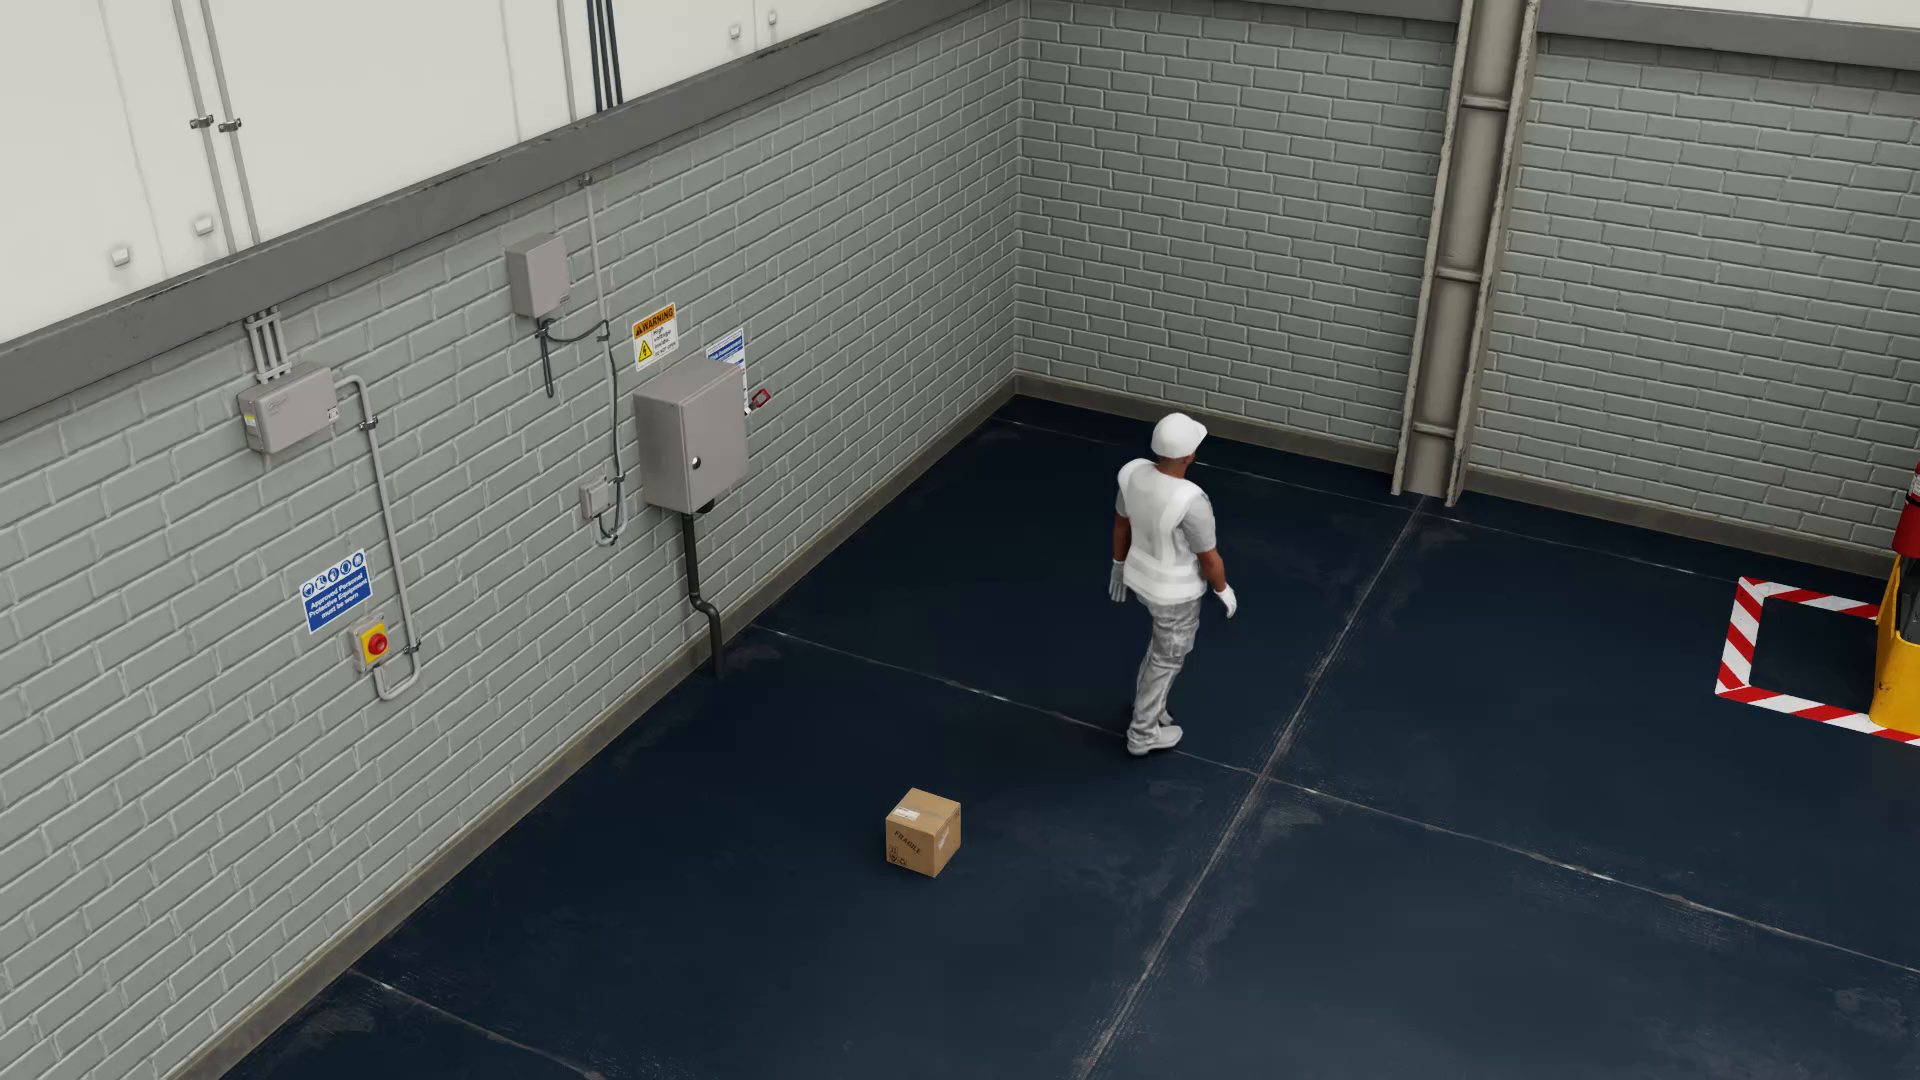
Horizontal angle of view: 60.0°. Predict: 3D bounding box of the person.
[{"bbox_3d":[1.007,0.220,7.898,0.486,1.837,0.564,-16,34,-26],"label":"person"}]
